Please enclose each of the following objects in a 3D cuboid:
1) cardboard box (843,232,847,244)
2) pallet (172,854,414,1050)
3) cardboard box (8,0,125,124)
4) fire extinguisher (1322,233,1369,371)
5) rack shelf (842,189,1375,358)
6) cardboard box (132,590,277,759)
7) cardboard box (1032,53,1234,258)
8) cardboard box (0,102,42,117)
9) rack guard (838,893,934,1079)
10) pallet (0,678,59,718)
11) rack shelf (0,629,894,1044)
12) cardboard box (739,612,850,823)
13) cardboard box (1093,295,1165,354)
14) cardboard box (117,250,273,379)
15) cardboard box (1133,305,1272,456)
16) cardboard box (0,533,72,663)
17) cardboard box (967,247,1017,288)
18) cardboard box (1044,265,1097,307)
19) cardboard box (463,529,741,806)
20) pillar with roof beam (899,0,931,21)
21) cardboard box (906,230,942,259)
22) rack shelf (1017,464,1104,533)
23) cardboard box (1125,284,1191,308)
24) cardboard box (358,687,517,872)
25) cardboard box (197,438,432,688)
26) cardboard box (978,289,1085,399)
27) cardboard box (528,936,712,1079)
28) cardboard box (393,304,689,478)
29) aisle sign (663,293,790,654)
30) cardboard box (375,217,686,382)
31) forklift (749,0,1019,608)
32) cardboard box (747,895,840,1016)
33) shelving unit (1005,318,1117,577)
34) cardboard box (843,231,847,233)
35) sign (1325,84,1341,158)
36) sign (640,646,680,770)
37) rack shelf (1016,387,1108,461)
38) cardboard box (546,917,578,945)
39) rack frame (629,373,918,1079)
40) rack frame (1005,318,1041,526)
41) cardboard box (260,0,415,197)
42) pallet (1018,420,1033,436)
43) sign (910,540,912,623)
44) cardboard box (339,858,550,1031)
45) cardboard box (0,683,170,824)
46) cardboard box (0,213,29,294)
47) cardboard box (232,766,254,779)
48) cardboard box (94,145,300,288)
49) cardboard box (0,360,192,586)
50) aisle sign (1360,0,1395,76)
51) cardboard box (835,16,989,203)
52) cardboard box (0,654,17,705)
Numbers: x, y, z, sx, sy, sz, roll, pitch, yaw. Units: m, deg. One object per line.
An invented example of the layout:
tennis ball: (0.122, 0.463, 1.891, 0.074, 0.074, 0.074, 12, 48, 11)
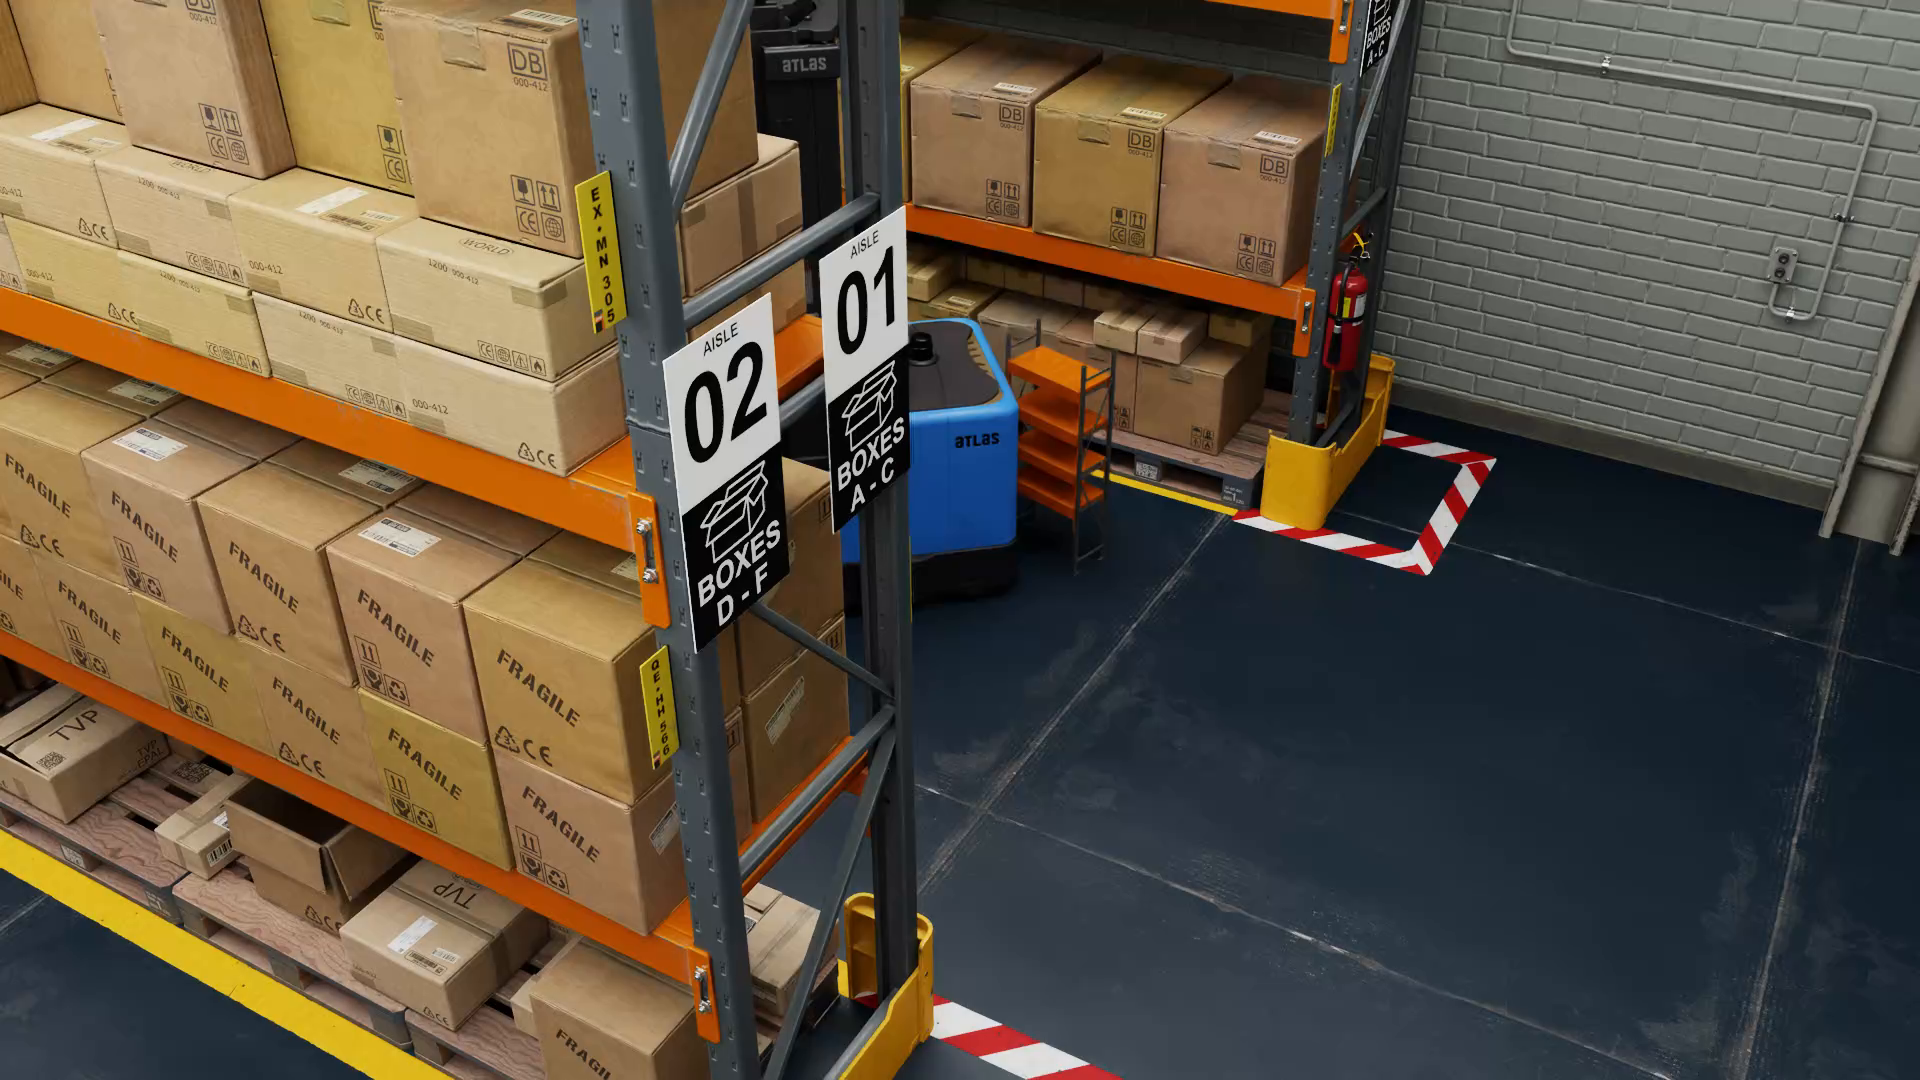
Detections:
cardboard box: (-0.658, -1.686, 9.867, 0.250, 0.149, 0.380, 19, 38, 26)
pallet: (-2.259, 1.351, 6.530, 1.213, 0.211, 1.003, 18, 37, 24)
cardboard box: (-2.166, -1.520, 4.628, 0.500, 0.500, 0.700, 18, 37, 24)
fire extinguisher: (1.912, -1.168, 8.203, 0.183, 0.674, 0.296, 18, 37, 24)
rack shelf: (0.273, -1.869, 9.500, 4.000, 0.370, 1.077, 18, 37, 24)
cardboard box: (-2.289, 0.313, 5.483, 0.500, 0.500, 0.500, 17, 37, 24)
cardboard box: (0.925, -2.073, 8.887, 0.700, 0.700, 0.980, 17, 37, 24)
cardboard box: (-2.755, -1.195, 4.816, 0.500, 0.250, 0.500, 18, 37, 24)
rack guard: (-0.511, 1.786, 5.617, 0.348, 0.500, 1.175, 18, 37, 24)
pallet: (-4.643, 0.622, 7.626, 1.213, 0.211, 1.003, 18, 37, 24)
rack shelf: (-2.181, 0.516, 5.918, 4.000, 0.370, 1.077, 18, 37, 24)
cardboard box: (-0.699, 0.476, 5.239, 0.500, 0.500, 0.500, 18, 38, 25)
cardboard box: (0.928, -1.185, 9.114, 0.250, 0.149, 0.380, 19, 38, 26)
cardboard box: (-1.891, -0.708, 4.536, 0.500, 0.250, 0.500, 18, 37, 24)
cardboard box: (1.352, -0.897, 9.267, 0.500, 0.500, 0.700, 18, 37, 24)
cardboard box: (-3.164, 0.035, 5.901, 0.500, 0.500, 0.500, 18, 38, 25)
cardboard box: (0.239, -1.647, 9.808, 0.250, 0.149, 0.380, 17, 37, 24)
cardboard box: (0.682, -1.507, 9.597, 0.250, 0.149, 0.380, 18, 38, 25)
cardboard box: (-0.968, 0.319, 4.573, 0.500, 0.500, 0.500, 17, 37, 24)
pillar with roof beam: (-2.562, -3.368, 5.688, 0.400, 9.000, 9.100, 18, 37, 24)
cardboard box: (-0.204, -1.787, 10.019, 0.250, 0.149, 0.380, 16, 37, 23)
rack shelf: (0.487, -0.235, 8.500, 0.480, 0.148, 0.258, 29, 43, 36)
cardboard box: (1.120, -1.368, 9.389, 0.250, 0.149, 0.380, 18, 38, 25)
cardboard box: (-1.421, 0.592, 5.065, 0.500, 0.500, 0.500, 18, 38, 25)
cardboard box: (-1.859, 0.040, 4.992, 0.500, 0.500, 0.500, 19, 38, 26)
cardboard box: (0.481, -1.173, 9.681, 0.500, 0.500, 0.700, 16, 37, 23)
cardboard box: (-1.039, 1.593, 5.510, 0.500, 0.500, 0.500, 18, 37, 24)
cardboard box: (-1.022, -0.434, 4.125, 0.500, 0.250, 0.500, 18, 37, 24)
aisle sign: (-0.538, -0.149, 3.923, 0.004, 0.787, 0.394, 18, 37, 24)
cardboard box: (-1.017, -0.646, 3.992, 0.500, 0.250, 0.500, 18, 37, 24)
forklift: (-1.280, -1.054, 7.689, 3.031, 2.935, 1.130, -7, 34, -10)
cardboard box: (-0.638, 1.489, 5.982, 0.250, 0.149, 0.380, 18, 37, 24)
shelving unit: (0.487, -0.456, 8.353, 0.503, 1.200, 0.258, 29, 43, 36)
cardboard box: (-0.865, -1.598, 10.320, 0.500, 0.500, 0.700, 18, 38, 25)
sign: (1.729, -1.942, 7.701, 0.005, 0.325, 0.100, 18, 37, 24)
sign: (-0.738, 0.414, 4.092, 0.005, 0.325, 0.100, 18, 37, 24)
rack shelf: (0.487, -0.587, 8.266, 0.480, 0.148, 0.258, 29, 43, 36)
cardboard box: (-1.210, 1.304, 6.169, 0.500, 0.250, 0.500, 18, 37, 24)
rack frame: (-0.445, 0.766, 4.893, 0.127, 3.000, 1.000, 18, 37, 24)
rack frame: (0.314, -0.552, 8.496, 0.015, 1.200, 0.240, 29, 43, 36)
cardboard box: (-1.291, -1.252, 4.225, 0.500, 0.500, 0.700, 18, 37, 24)
pallet: (0.222, -0.976, 10.025, 1.213, 0.211, 1.003, 18, 37, 24)
sign: (-0.176, 0.145, 5.045, 0.005, 0.325, 0.100, 18, 37, 24)
cardboard box: (-1.849, 1.421, 5.994, 0.500, 0.250, 0.500, 18, 37, 24)
cardboard box: (-3.661, 0.822, 6.838, 0.500, 0.311, 0.500, 18, 37, 24)
cardboard box: (-2.753, -0.989, 4.958, 0.500, 0.250, 0.500, 18, 37, 24)
cardboard box: (-2.631, 0.829, 6.828, 0.500, 0.311, 0.500, 18, 37, 24)
cardboard box: (-1.884, -0.923, 4.408, 0.500, 0.250, 0.500, 18, 37, 24)
cardboard box: (-2.754, -0.243, 5.417, 0.500, 0.500, 0.500, 16, 37, 23)
aisle sign: (1.923, -2.536, 7.507, 0.004, 0.787, 0.394, 18, 37, 24)
cardboard box: (-0.369, -2.483, 9.502, 0.700, 0.700, 0.980, 17, 37, 23)
cardboard box: (-4.488, 0.526, 7.112, 0.500, 0.500, 0.500, 17, 37, 24)
